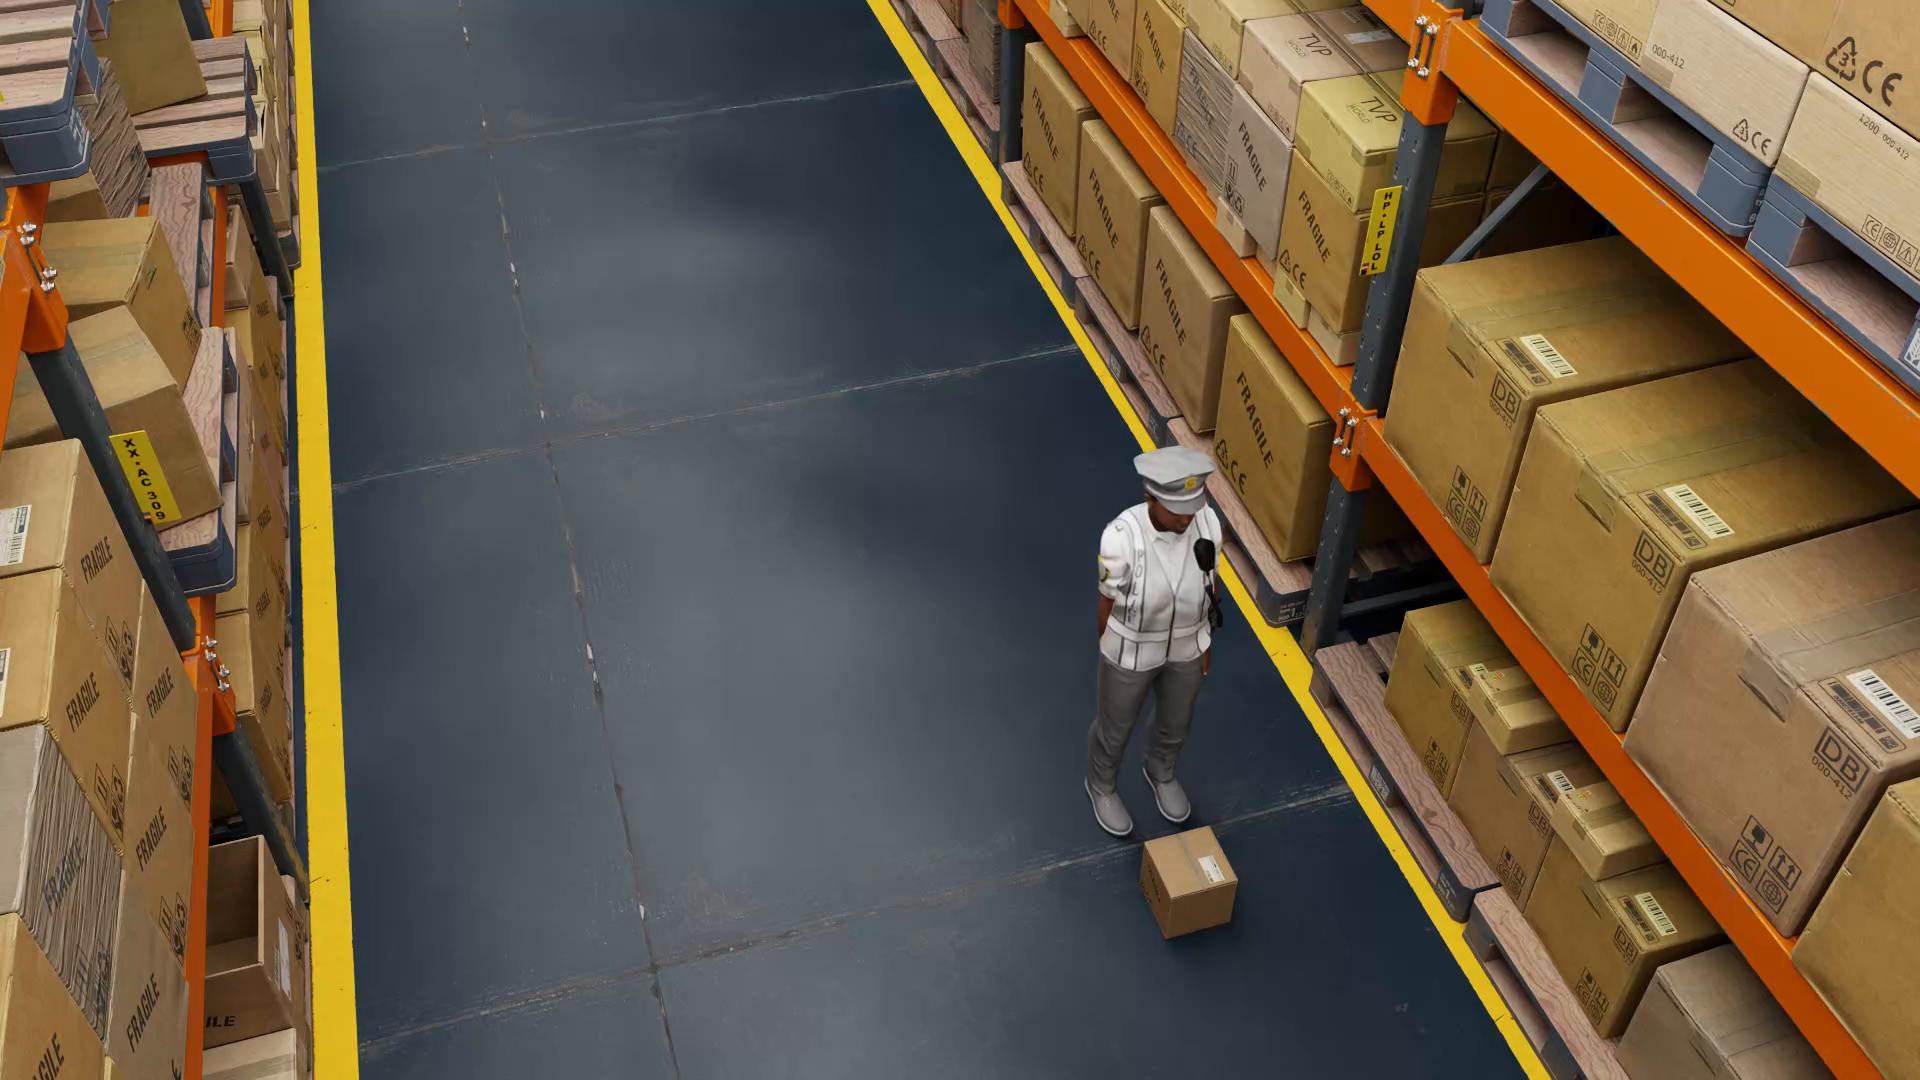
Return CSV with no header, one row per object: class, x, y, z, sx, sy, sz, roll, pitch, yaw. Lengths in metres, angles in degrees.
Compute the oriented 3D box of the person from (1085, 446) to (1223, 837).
person,0.679,0.370,5.748,0.436,1.678,0.339,-11,44,-12
